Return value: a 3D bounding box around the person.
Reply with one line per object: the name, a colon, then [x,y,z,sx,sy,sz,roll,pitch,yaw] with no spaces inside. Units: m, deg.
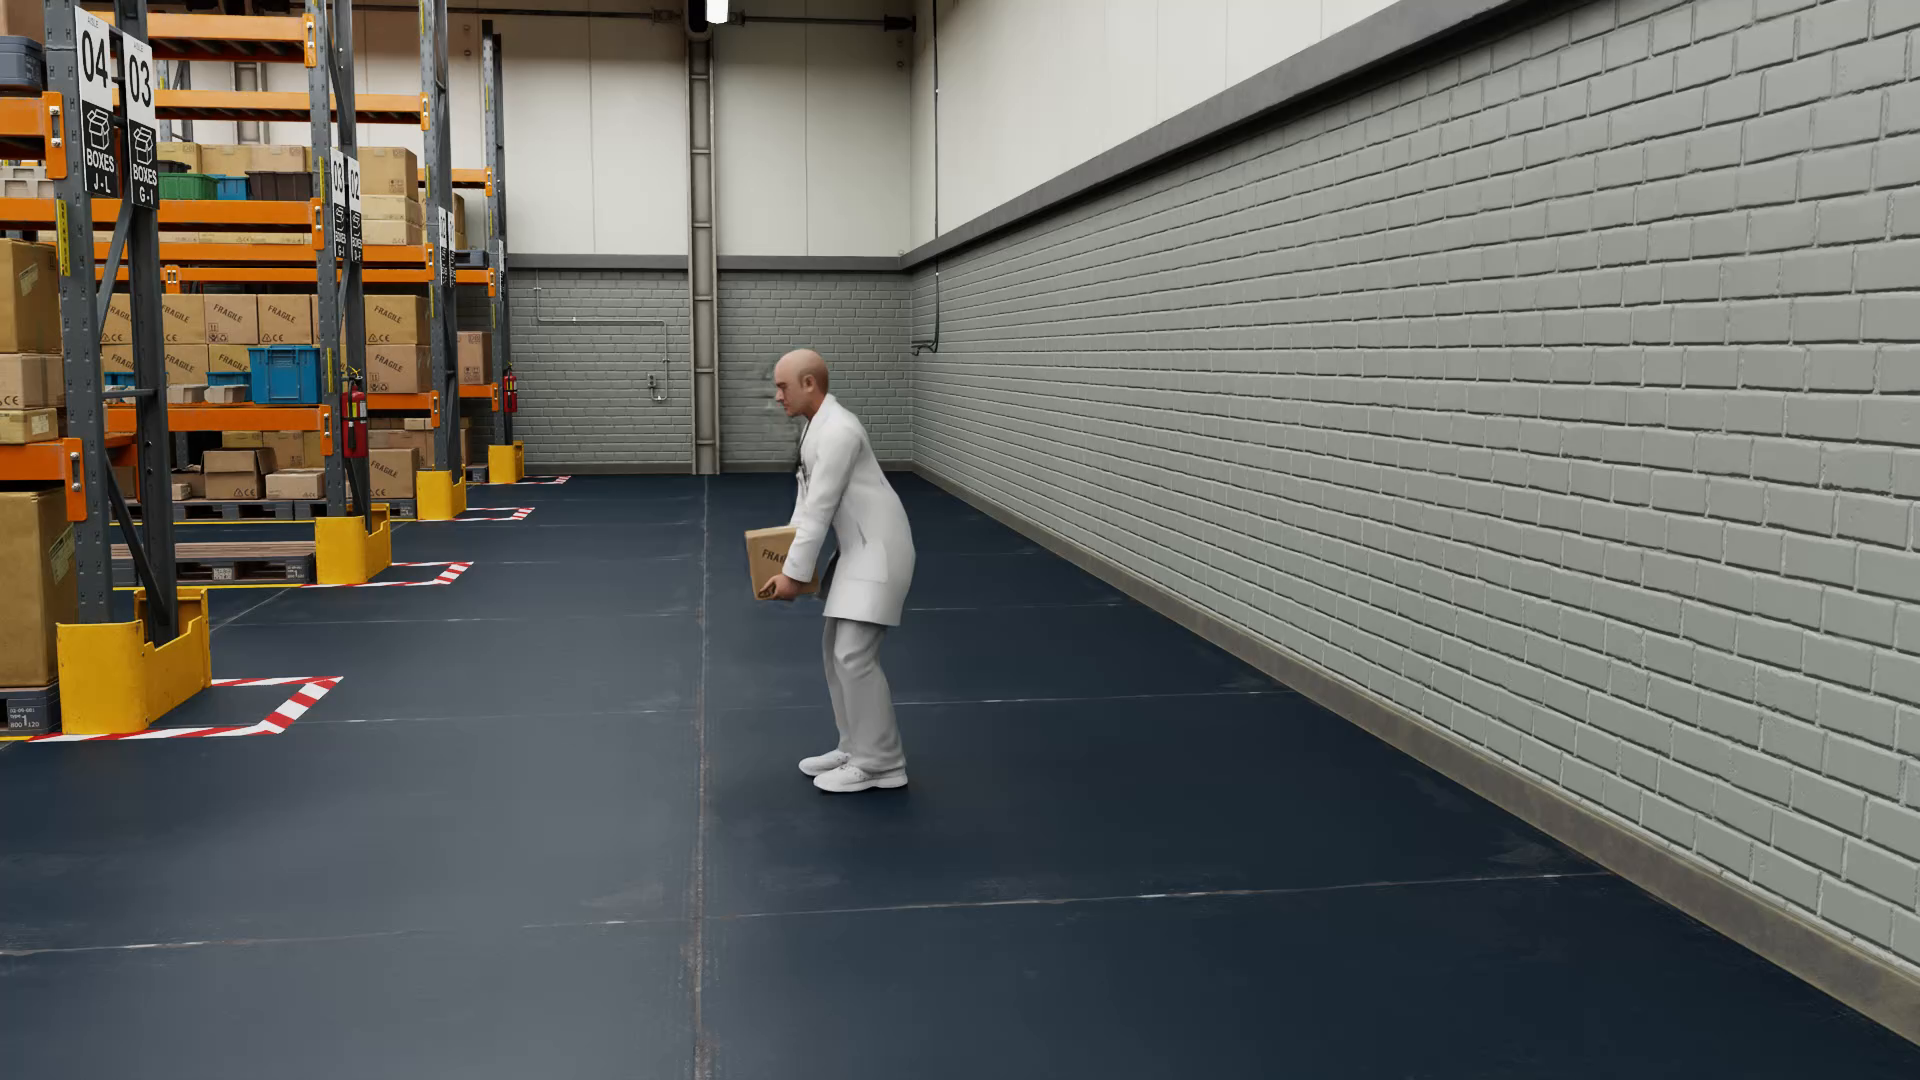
person: [-0.487,0.113,6.551,0.617,1.720,0.537,-1,6,-10]
